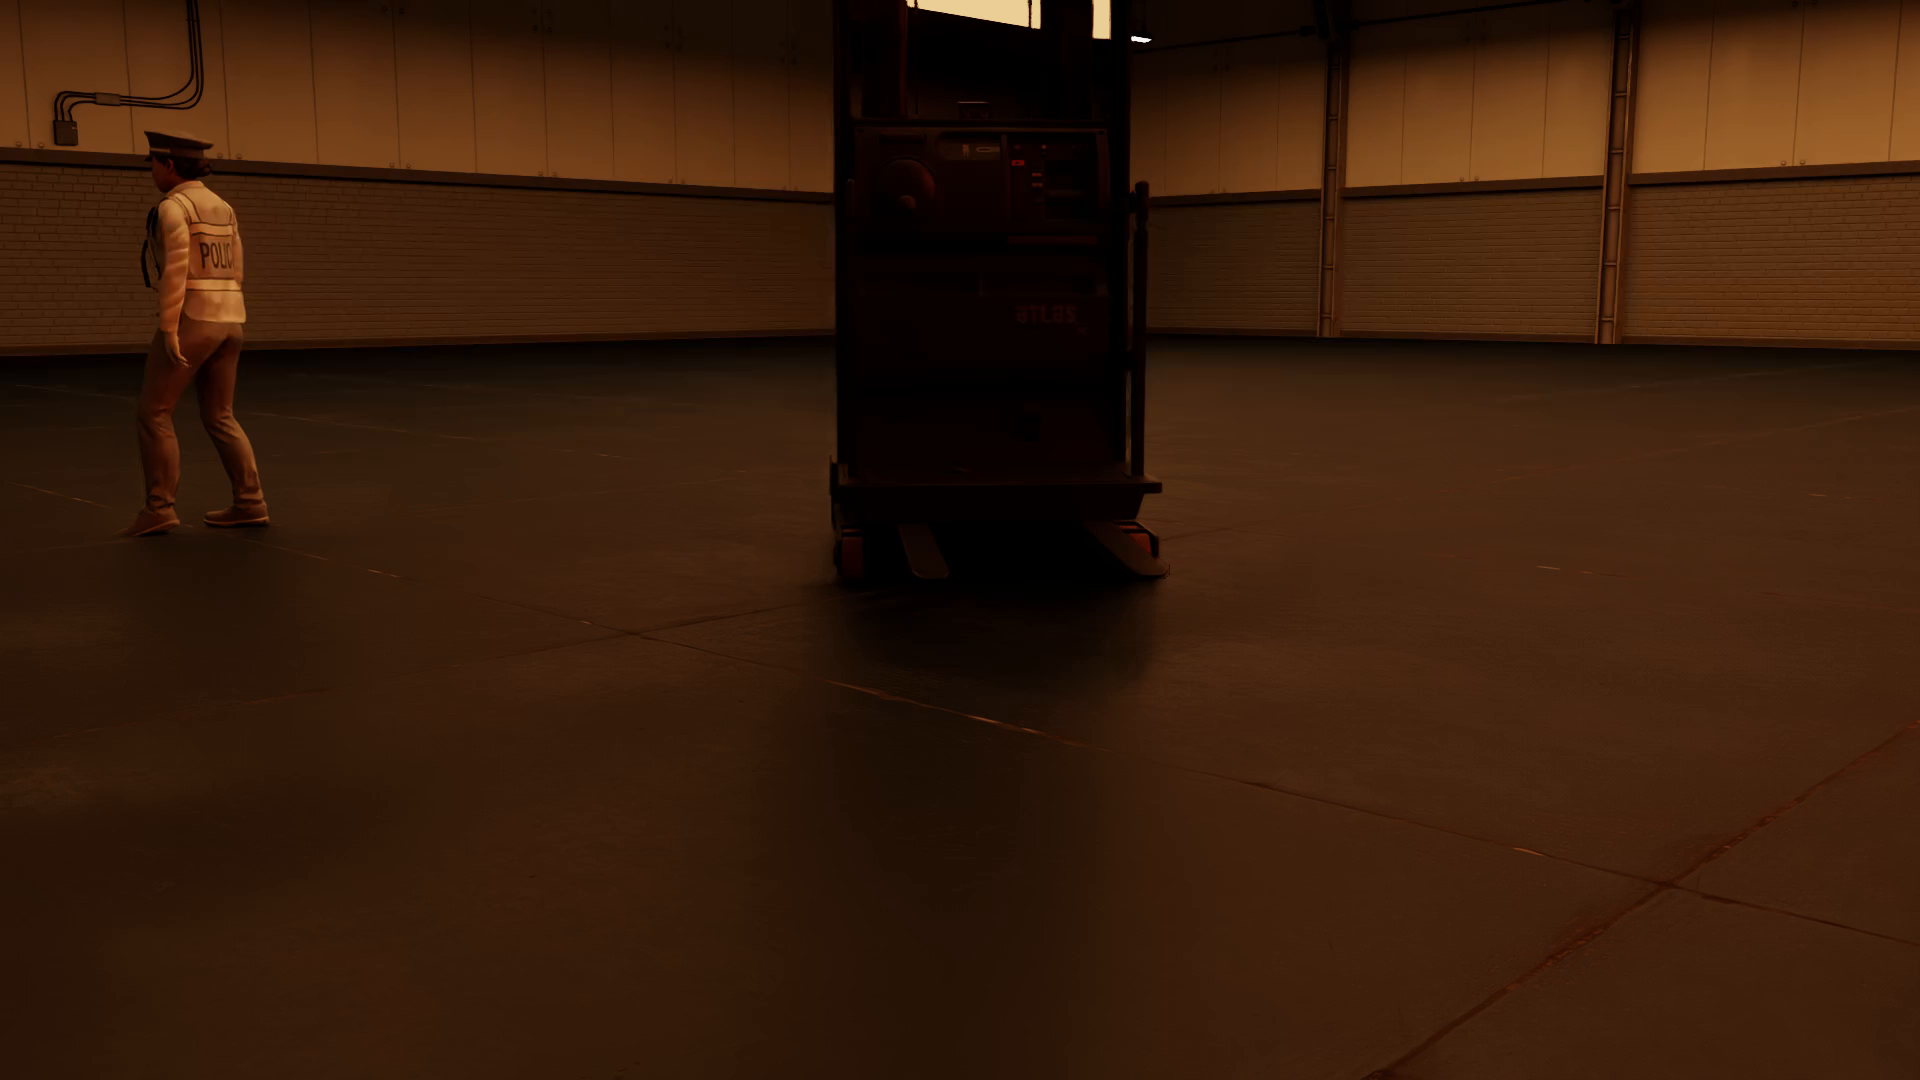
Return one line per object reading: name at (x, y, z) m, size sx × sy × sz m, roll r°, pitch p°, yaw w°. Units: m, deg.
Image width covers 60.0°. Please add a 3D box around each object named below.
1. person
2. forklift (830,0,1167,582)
person at (-3.233, -0.852, 6.965) m, size 0.506 × 1.701 × 0.573 m, roll 1°, pitch 9°, yaw 9°
forklift at (0.102, -1.353, 5.858) m, size 1.130 × 2.935 × 3.031 m, roll -1°, pitch 9°, yaw -5°
